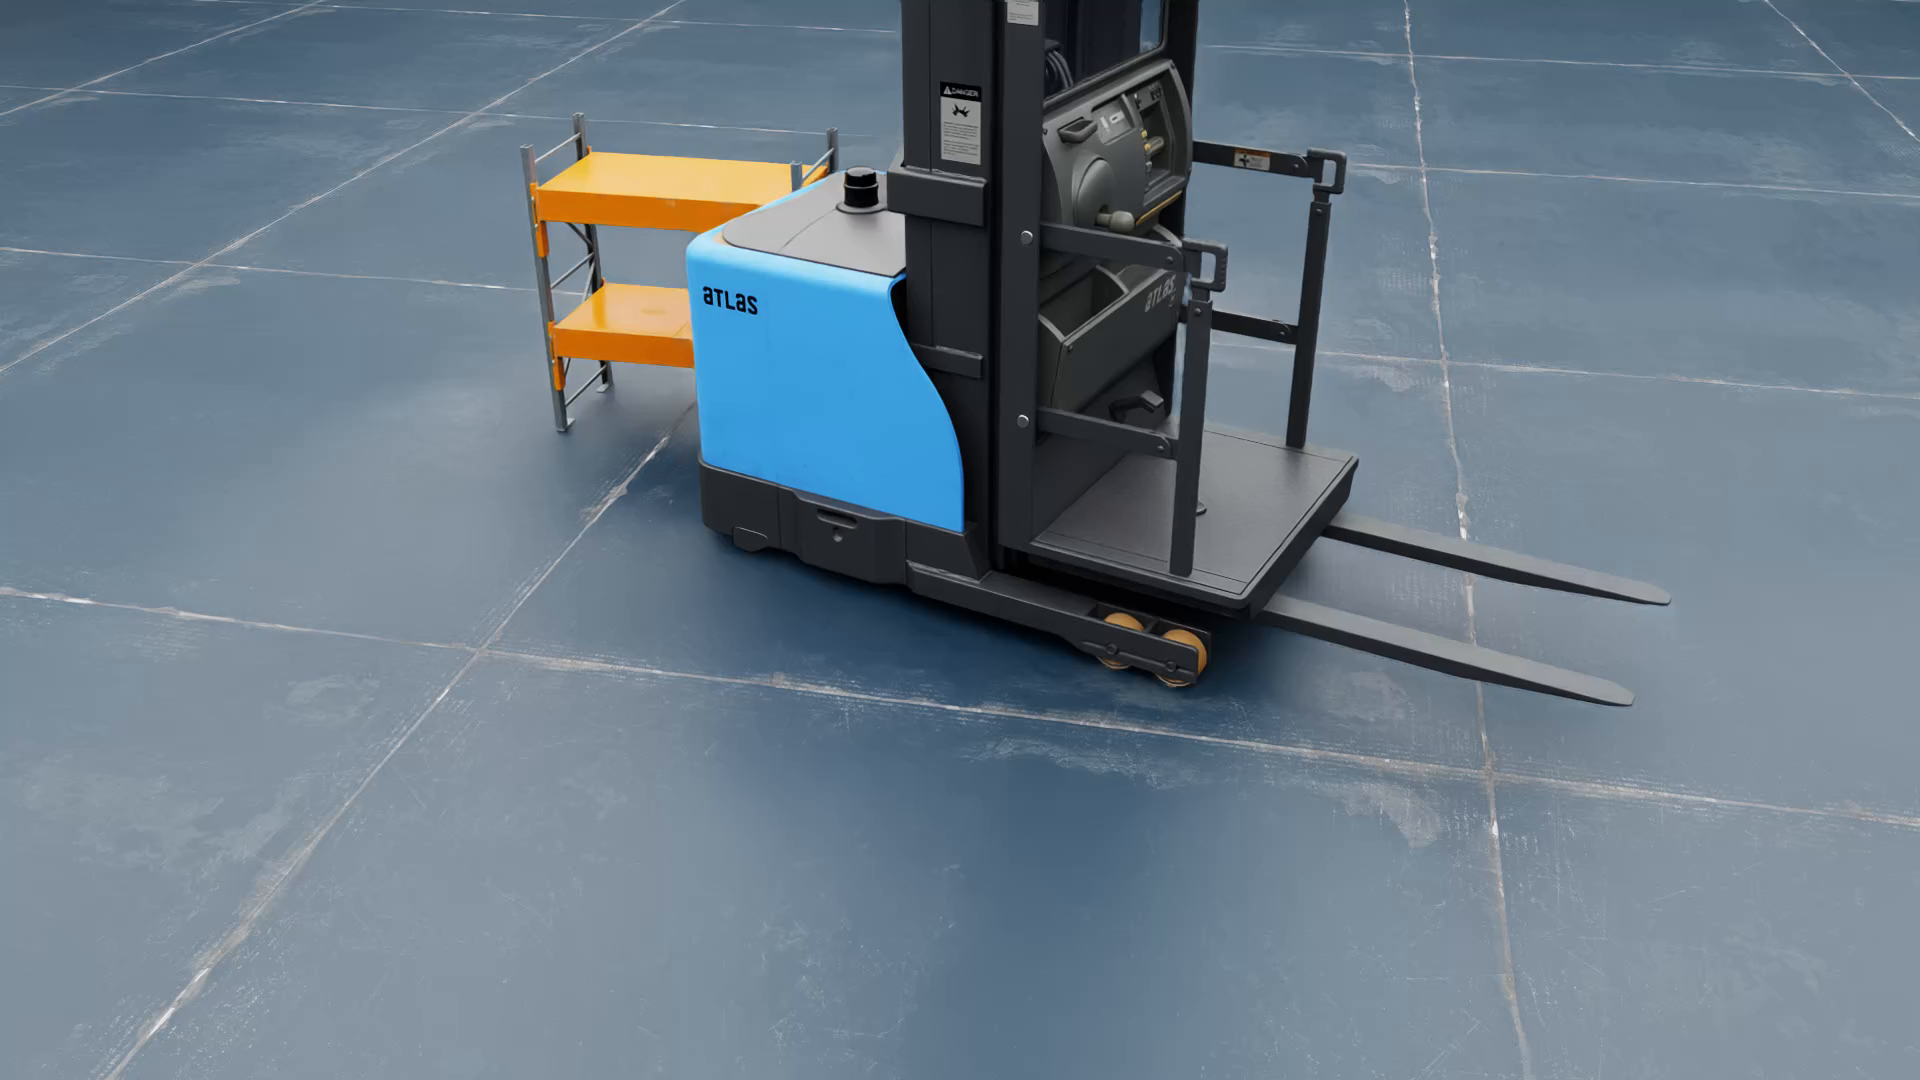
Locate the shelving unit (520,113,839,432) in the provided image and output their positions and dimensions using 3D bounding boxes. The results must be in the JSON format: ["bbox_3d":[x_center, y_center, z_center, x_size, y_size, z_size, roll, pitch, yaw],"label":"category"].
[{"bbox_3d":[-1.022,-0.986,6.380,1.048,1.125,0.538,6,29,11],"label":"shelving unit"}]

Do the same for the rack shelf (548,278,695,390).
[{"bbox_3d":[-1.022,-0.772,6.497,1.000,0.278,0.538,6,29,11],"label":"rack shelf"}]

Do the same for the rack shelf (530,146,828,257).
[{"bbox_3d":[-1.022,-1.243,6.239,1.000,0.278,0.538,6,29,11],"label":"rack shelf"}]

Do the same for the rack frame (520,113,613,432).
[{"bbox_3d":[-1.519,-1.038,6.475,0.032,1.125,0.500,6,29,11],"label":"rack frame"}]

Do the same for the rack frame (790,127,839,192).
[{"bbox_3d":[-0.525,-0.934,6.285,0.032,1.125,0.500,6,29,11],"label":"rack frame"}]

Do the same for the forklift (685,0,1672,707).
[{"bbox_3d":[0.651,-1.141,4.782,3.031,2.935,1.130,15,32,25],"label":"forklift"}]
